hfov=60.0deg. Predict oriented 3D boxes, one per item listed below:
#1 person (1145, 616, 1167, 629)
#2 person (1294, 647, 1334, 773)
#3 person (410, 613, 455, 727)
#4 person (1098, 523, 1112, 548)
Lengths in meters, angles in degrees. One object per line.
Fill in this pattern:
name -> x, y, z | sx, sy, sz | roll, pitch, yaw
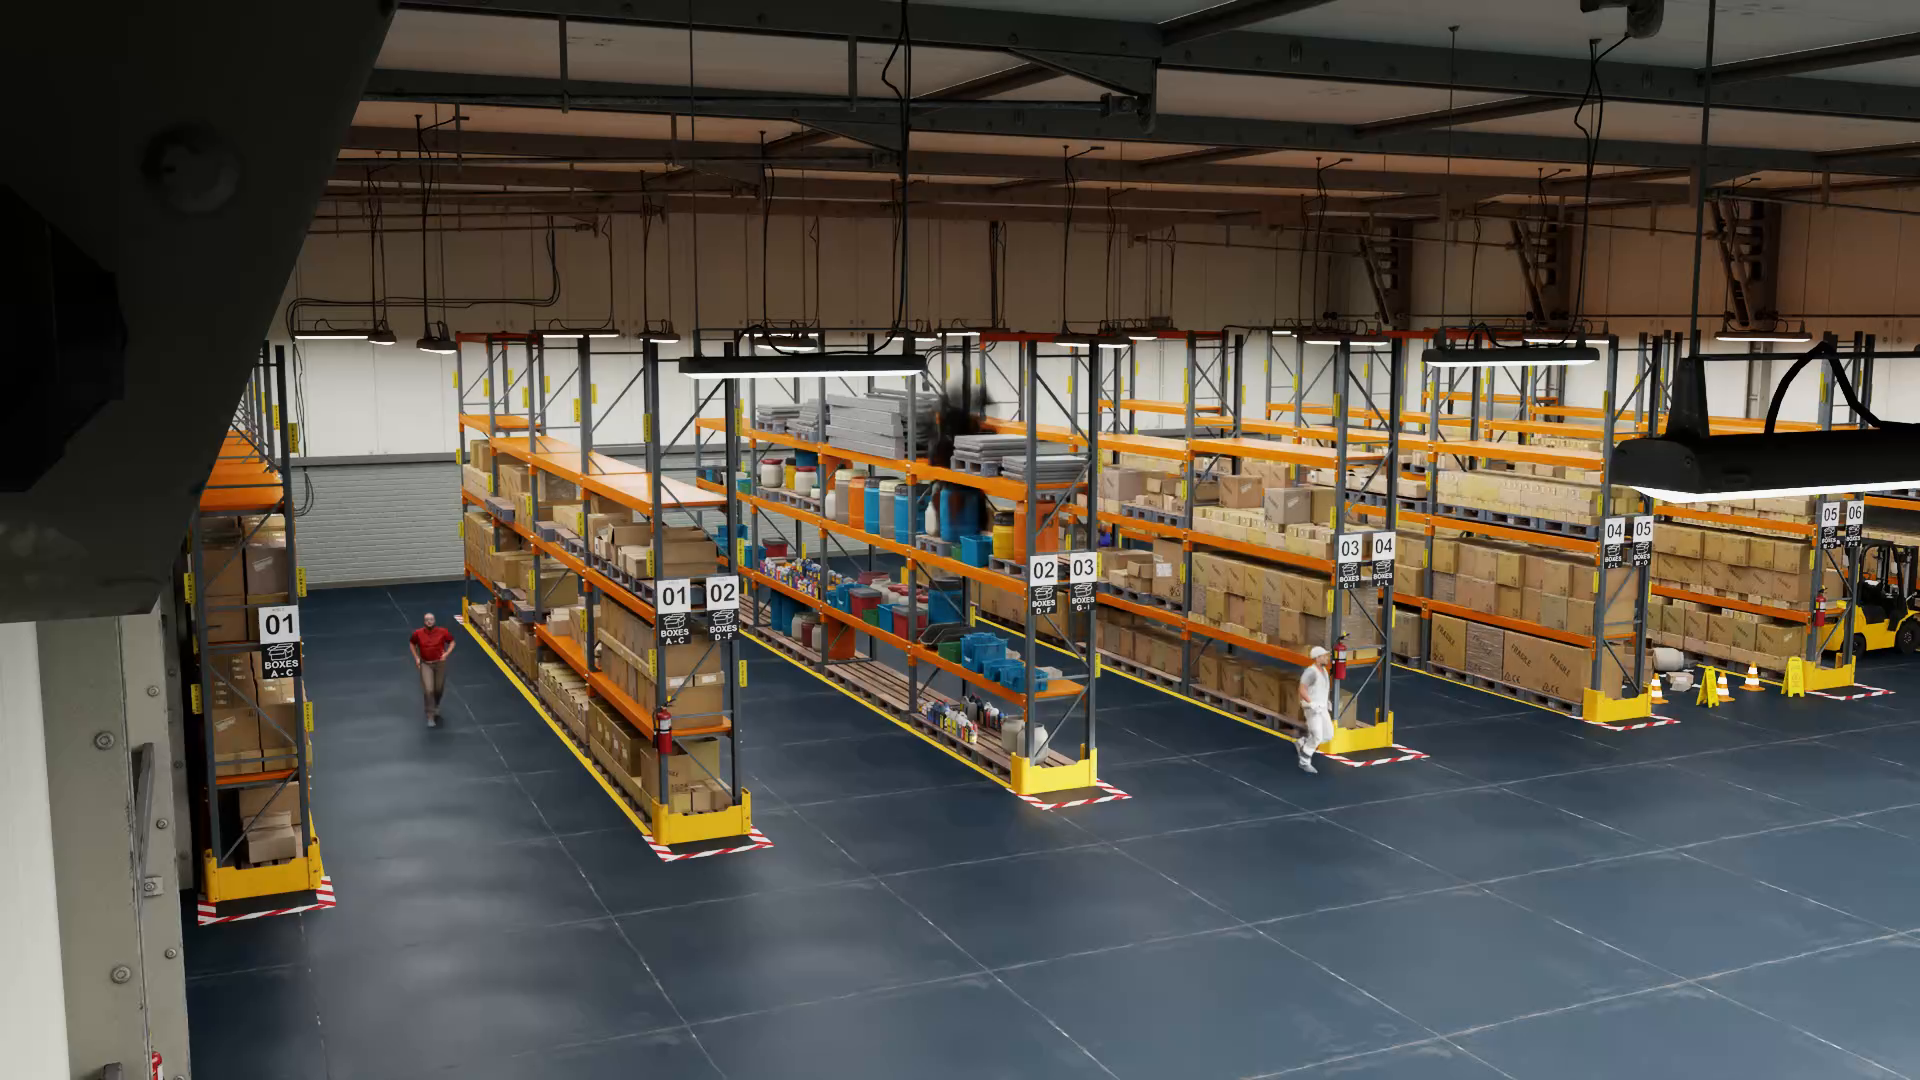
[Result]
person -> 3.853, 1.063, 32.874 | 0.637, 1.656, 0.907 | -5, 9, -34
person -> 4.983, 2.359, 23.324 | 0.561, 1.738, 0.708 | 7, 10, 40
person -> -8.234, 1.999, 26.004 | 0.675, 1.788, 0.793 | -3, 8, -22
person -> 3.215, 0.433, 37.792 | 0.589, 1.666, 0.936 | -3, 8, -22
